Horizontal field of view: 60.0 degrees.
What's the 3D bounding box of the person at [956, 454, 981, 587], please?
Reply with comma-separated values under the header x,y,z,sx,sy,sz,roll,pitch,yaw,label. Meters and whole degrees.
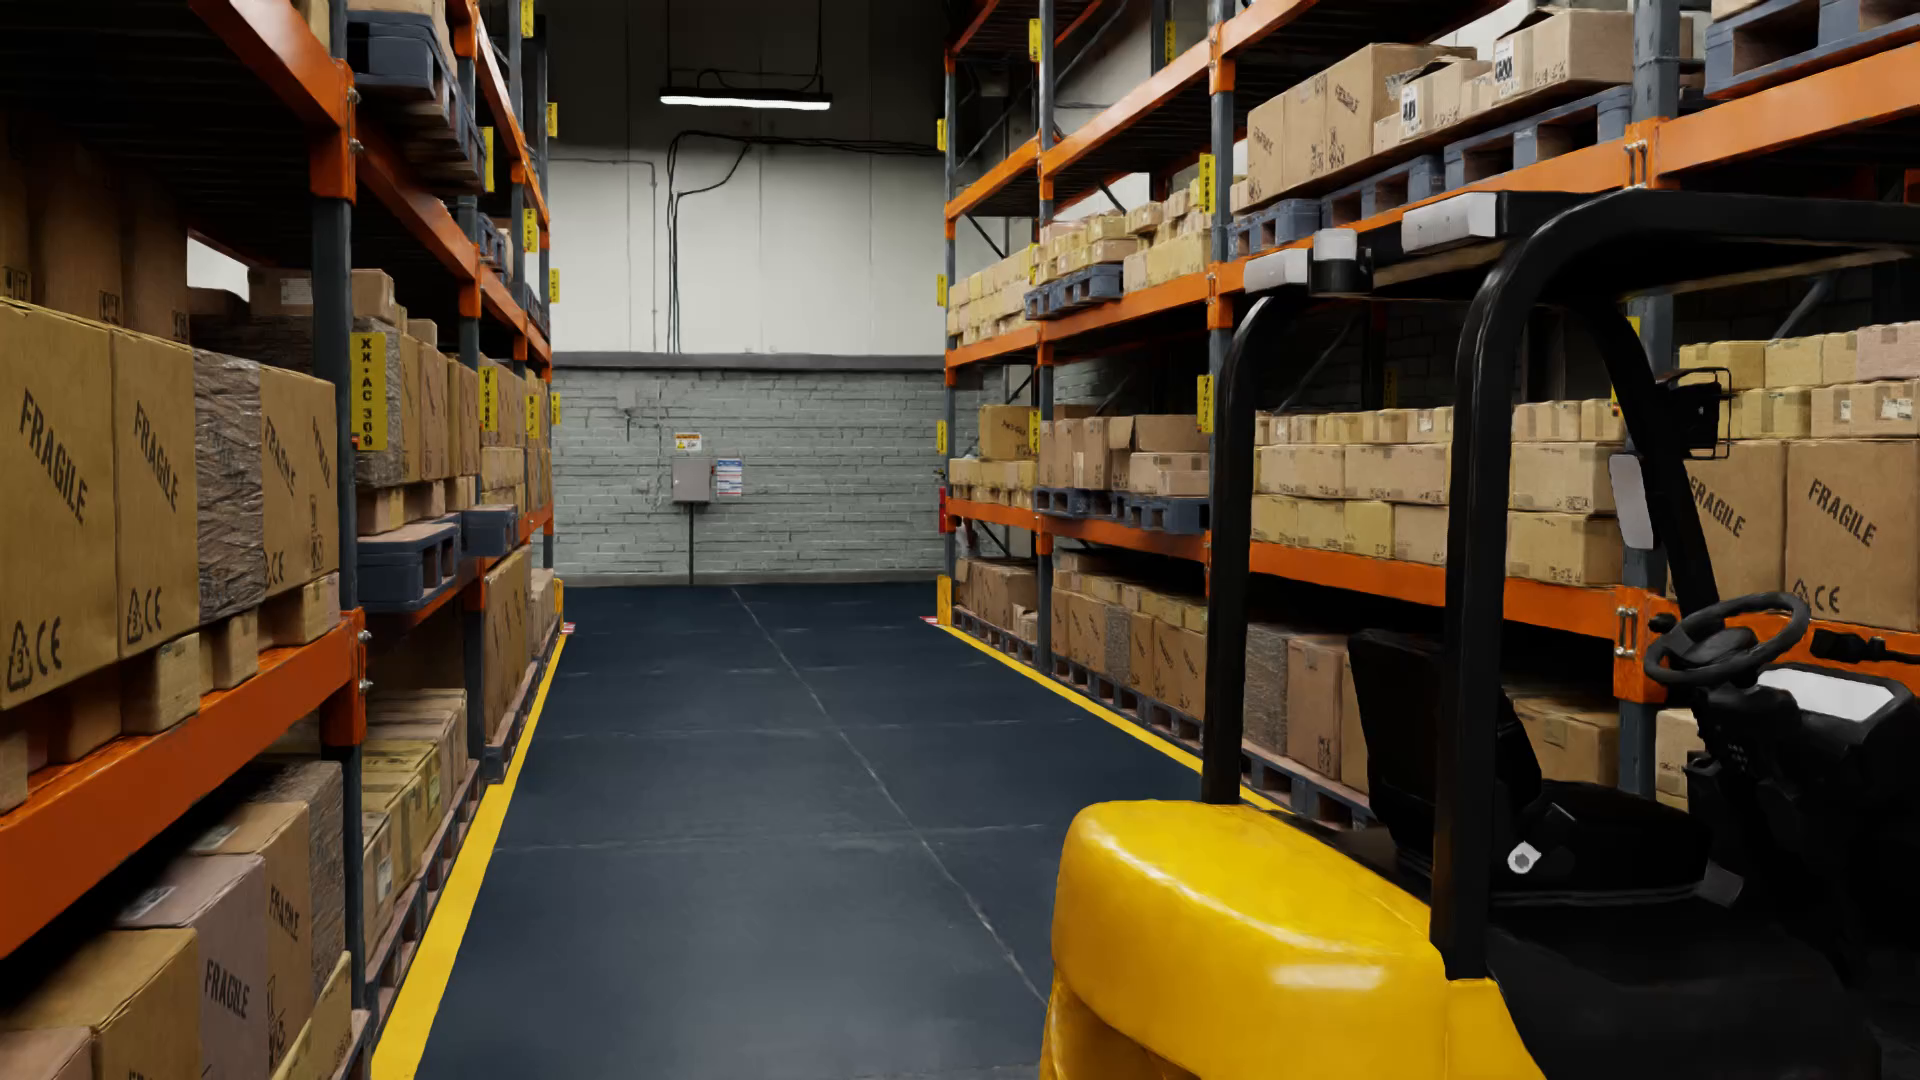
x,y,z,sx,sy,sz,roll,pitch,yaw,label
0.139,-0.075,18.285,0.463,1.752,0.675,0,3,-5,person
